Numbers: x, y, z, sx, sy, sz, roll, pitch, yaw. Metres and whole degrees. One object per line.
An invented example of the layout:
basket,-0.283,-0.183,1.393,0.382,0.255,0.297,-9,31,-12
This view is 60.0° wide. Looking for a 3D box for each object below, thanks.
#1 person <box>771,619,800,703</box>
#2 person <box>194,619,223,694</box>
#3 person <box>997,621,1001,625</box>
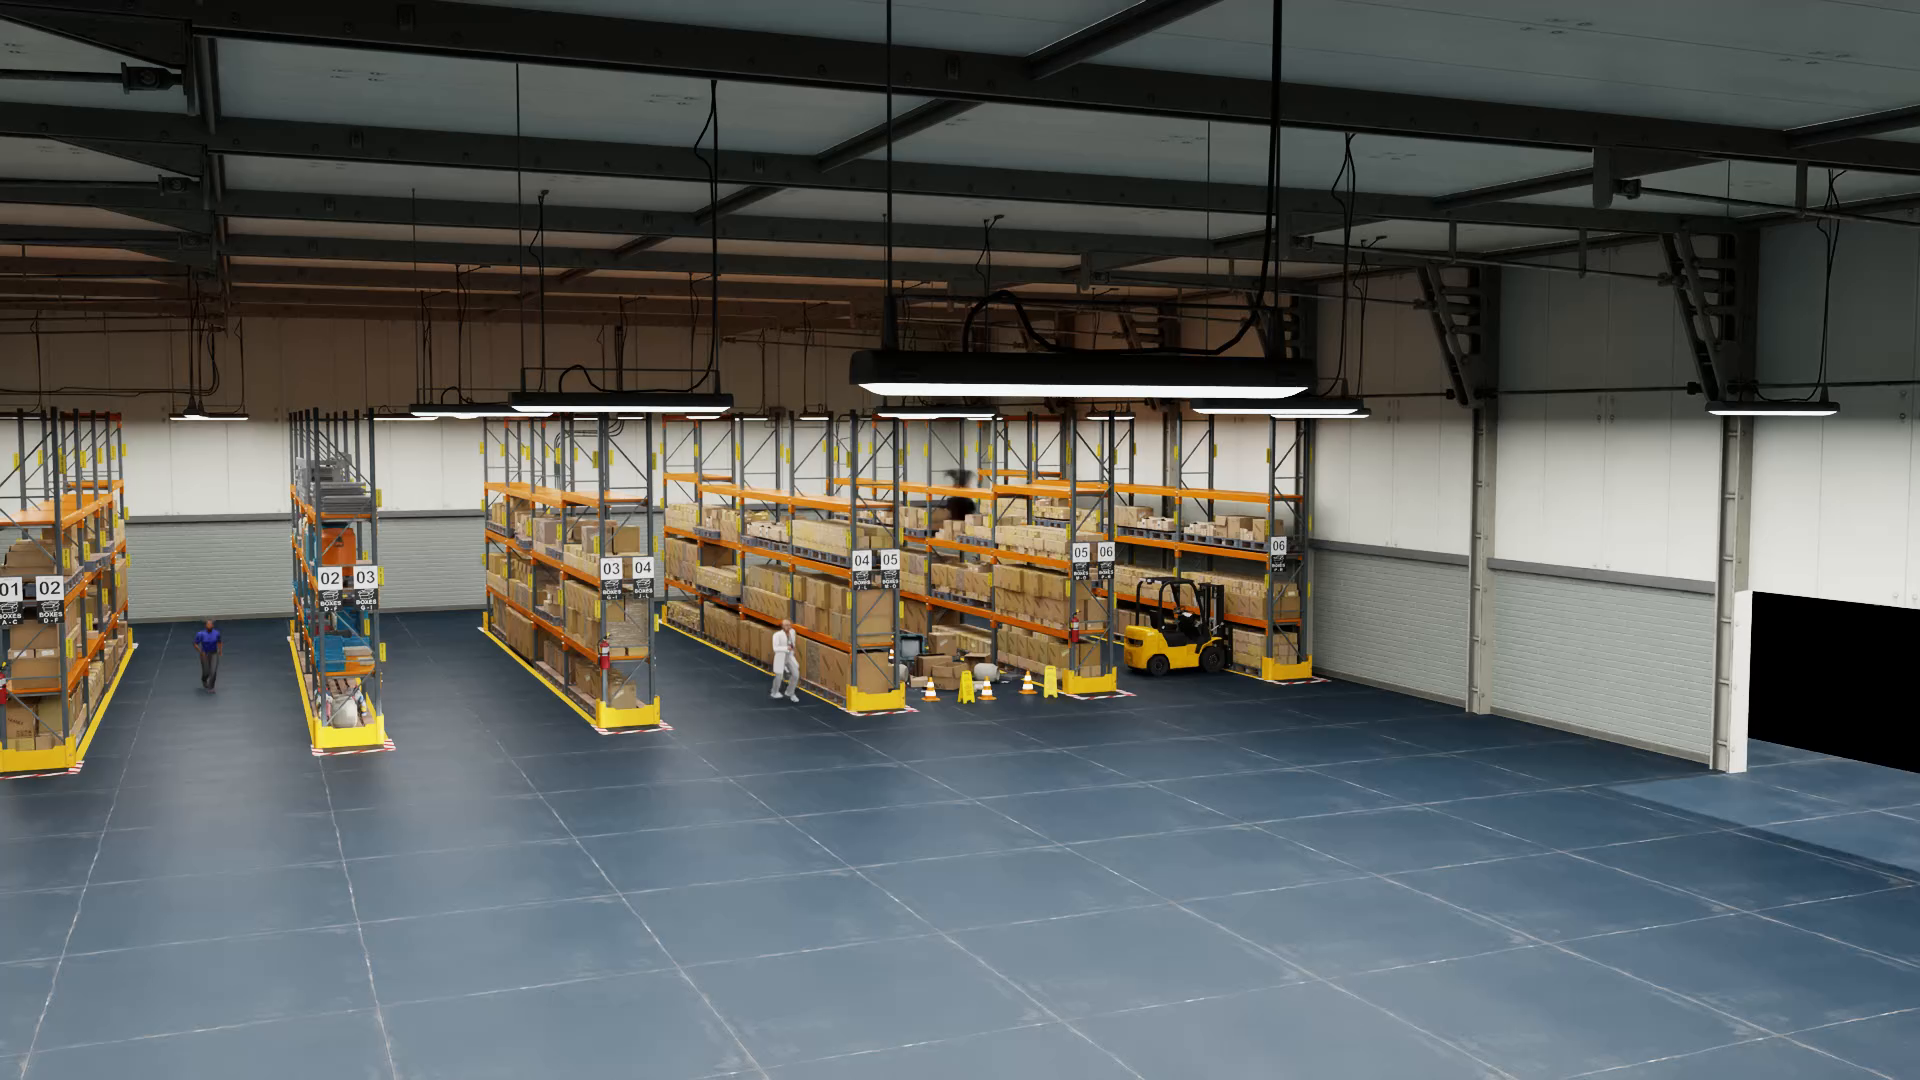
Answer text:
person,-3.611,2.472,34.112,0.628,1.730,1.012,-2,5,-31
person,-15.989,2.462,35.376,0.573,1.589,0.593,-3,5,-35
person,1.169,1.617,46.673,0.572,1.643,0.915,-4,6,-44
